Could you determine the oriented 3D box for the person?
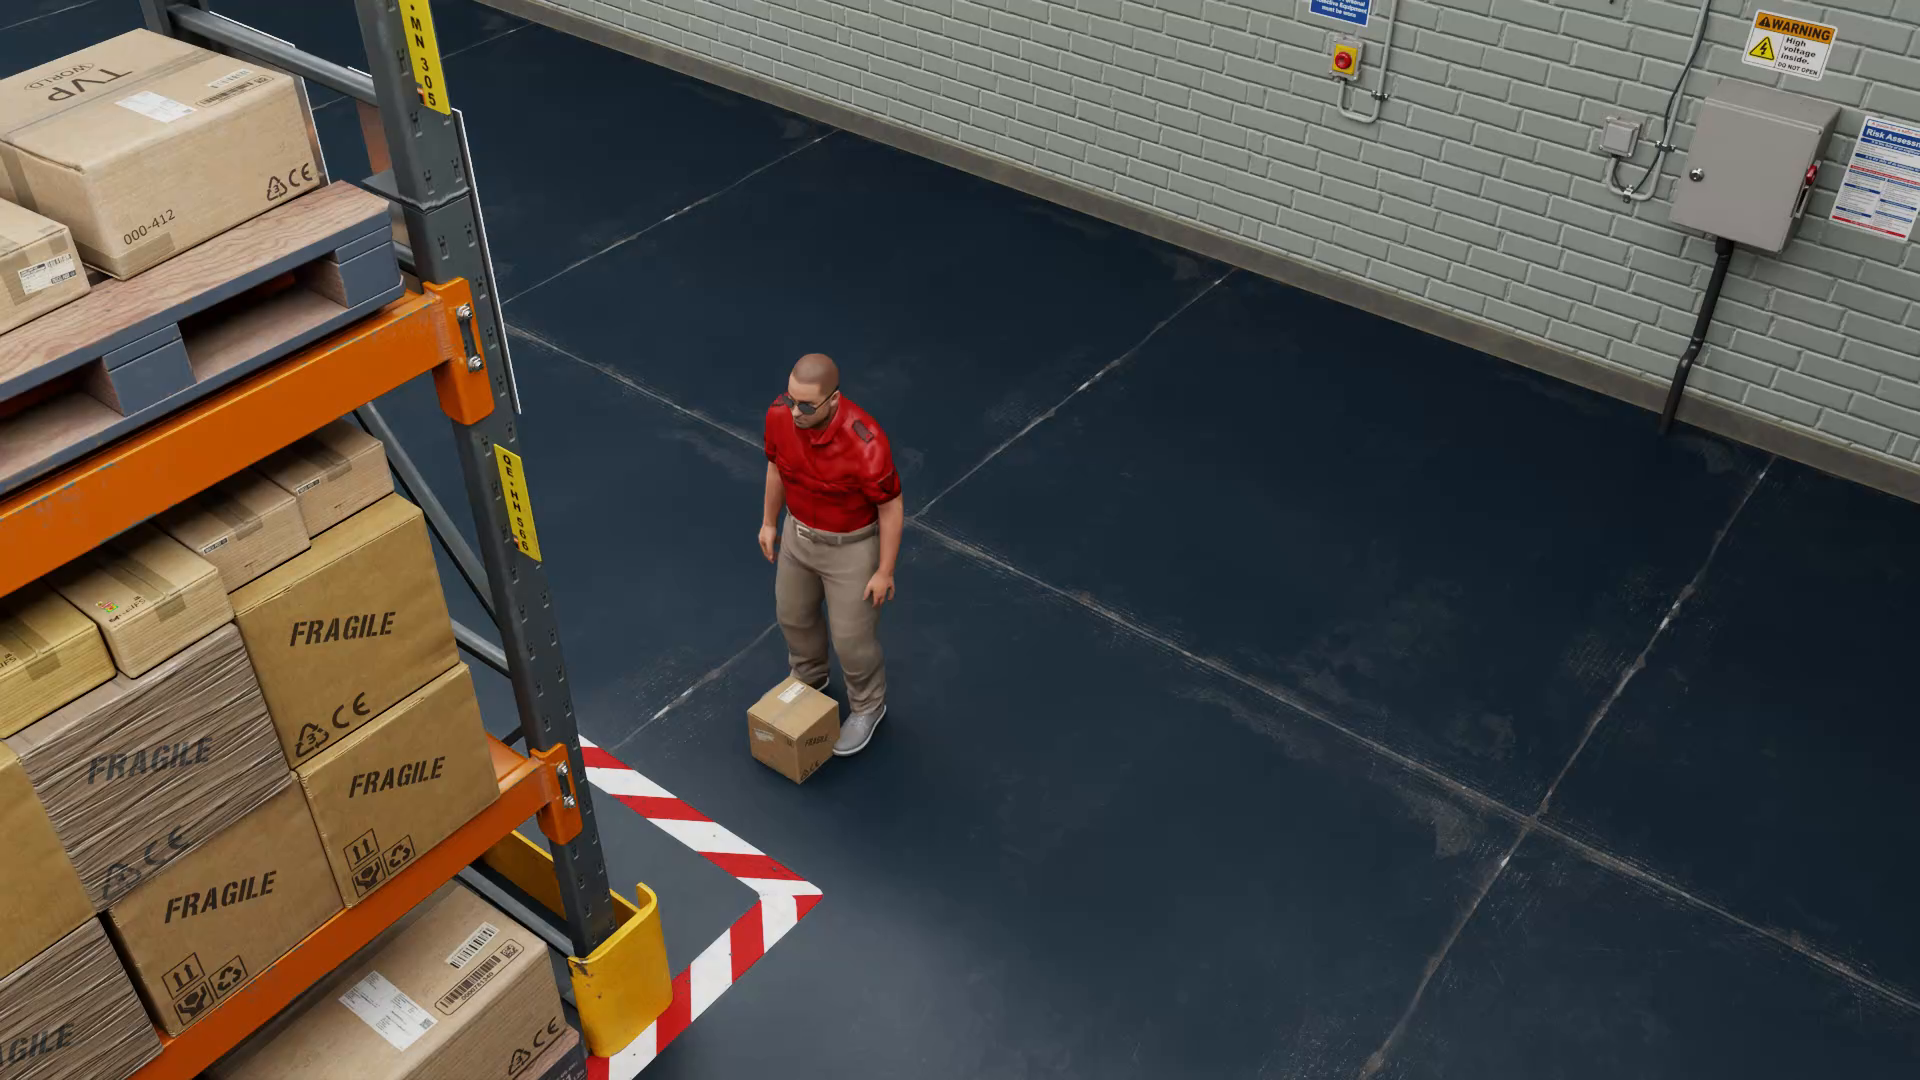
[{"bbox_3d":[-0.484,0.029,6.128,0.606,1.727,0.389,23,44,26],"label":"person"}]
